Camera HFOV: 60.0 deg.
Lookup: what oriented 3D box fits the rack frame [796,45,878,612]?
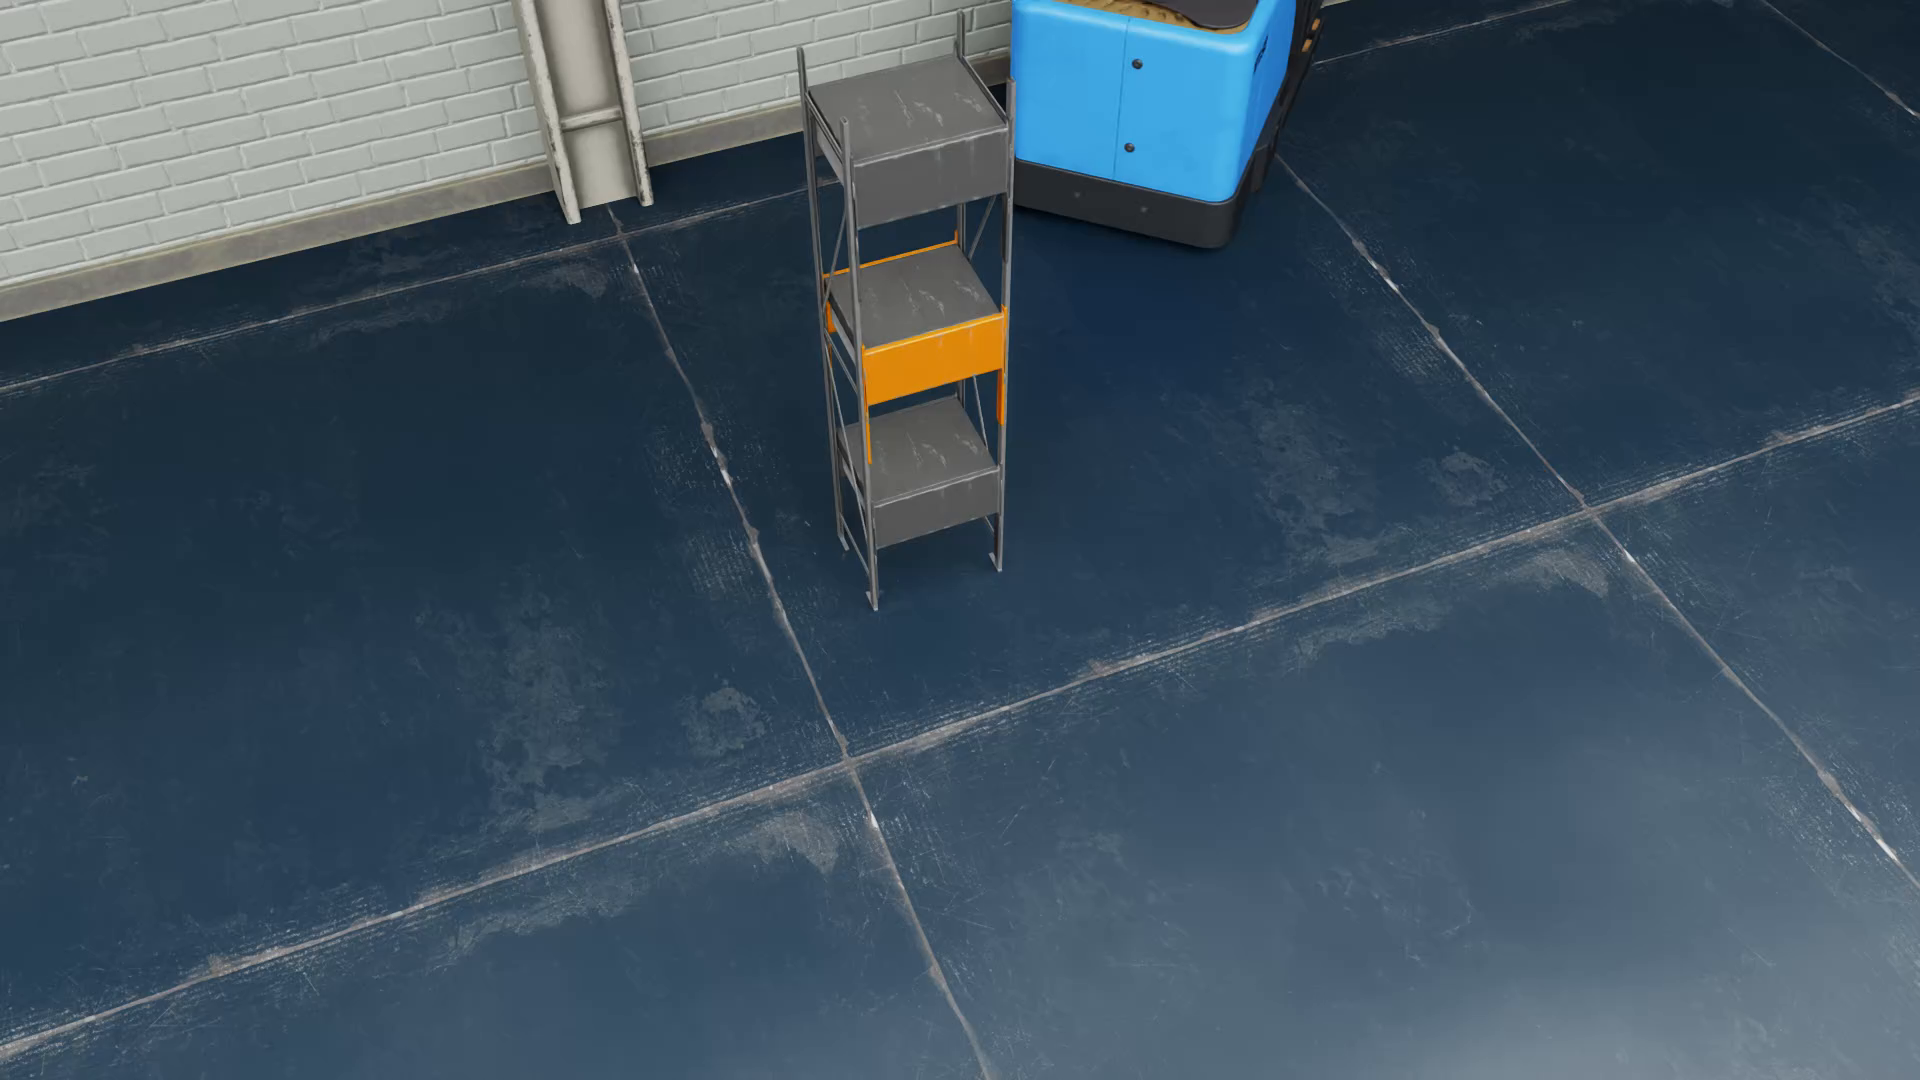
[{"bbox_3d":[-0.379,-0.567,5.353,0.015,2.100,0.400,-17,52,-14],"label":"rack frame"}]

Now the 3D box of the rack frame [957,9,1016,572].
[{"bbox_3d":[0.073,-0.707,5.473,0.015,2.100,0.400,-17,52,-14],"label":"rack frame"}]

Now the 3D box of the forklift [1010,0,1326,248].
[{"bbox_3d":[1.188,-3.370,7.212,1.130,2.935,3.031,16,51,13],"label":"forklift"}]

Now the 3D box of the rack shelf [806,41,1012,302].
[{"bbox_3d":[-0.153,-1.084,4.892,0.480,0.518,0.431,-17,52,-14],"label":"rack shelf"}]

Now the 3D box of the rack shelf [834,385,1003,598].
[{"bbox_3d":[-0.153,-0.172,5.954,0.480,0.518,0.431,-17,52,-14],"label":"rack shelf"}]

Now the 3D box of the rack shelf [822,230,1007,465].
[{"bbox_3d":[-0.153,-0.628,5.423,0.480,0.518,0.431,-17,52,-14],"label":"rack shelf"}]

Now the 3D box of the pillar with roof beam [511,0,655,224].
[{"bbox_3d":[-0.003,-1.489,1.597,0.400,9.000,9.100,-17,52,-14],"label":"pillar with roof beam"}]

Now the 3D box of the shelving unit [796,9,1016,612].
[{"bbox_3d":[-0.153,-0.637,5.413,0.503,2.100,0.431,-17,52,-14],"label":"shelving unit"}]
